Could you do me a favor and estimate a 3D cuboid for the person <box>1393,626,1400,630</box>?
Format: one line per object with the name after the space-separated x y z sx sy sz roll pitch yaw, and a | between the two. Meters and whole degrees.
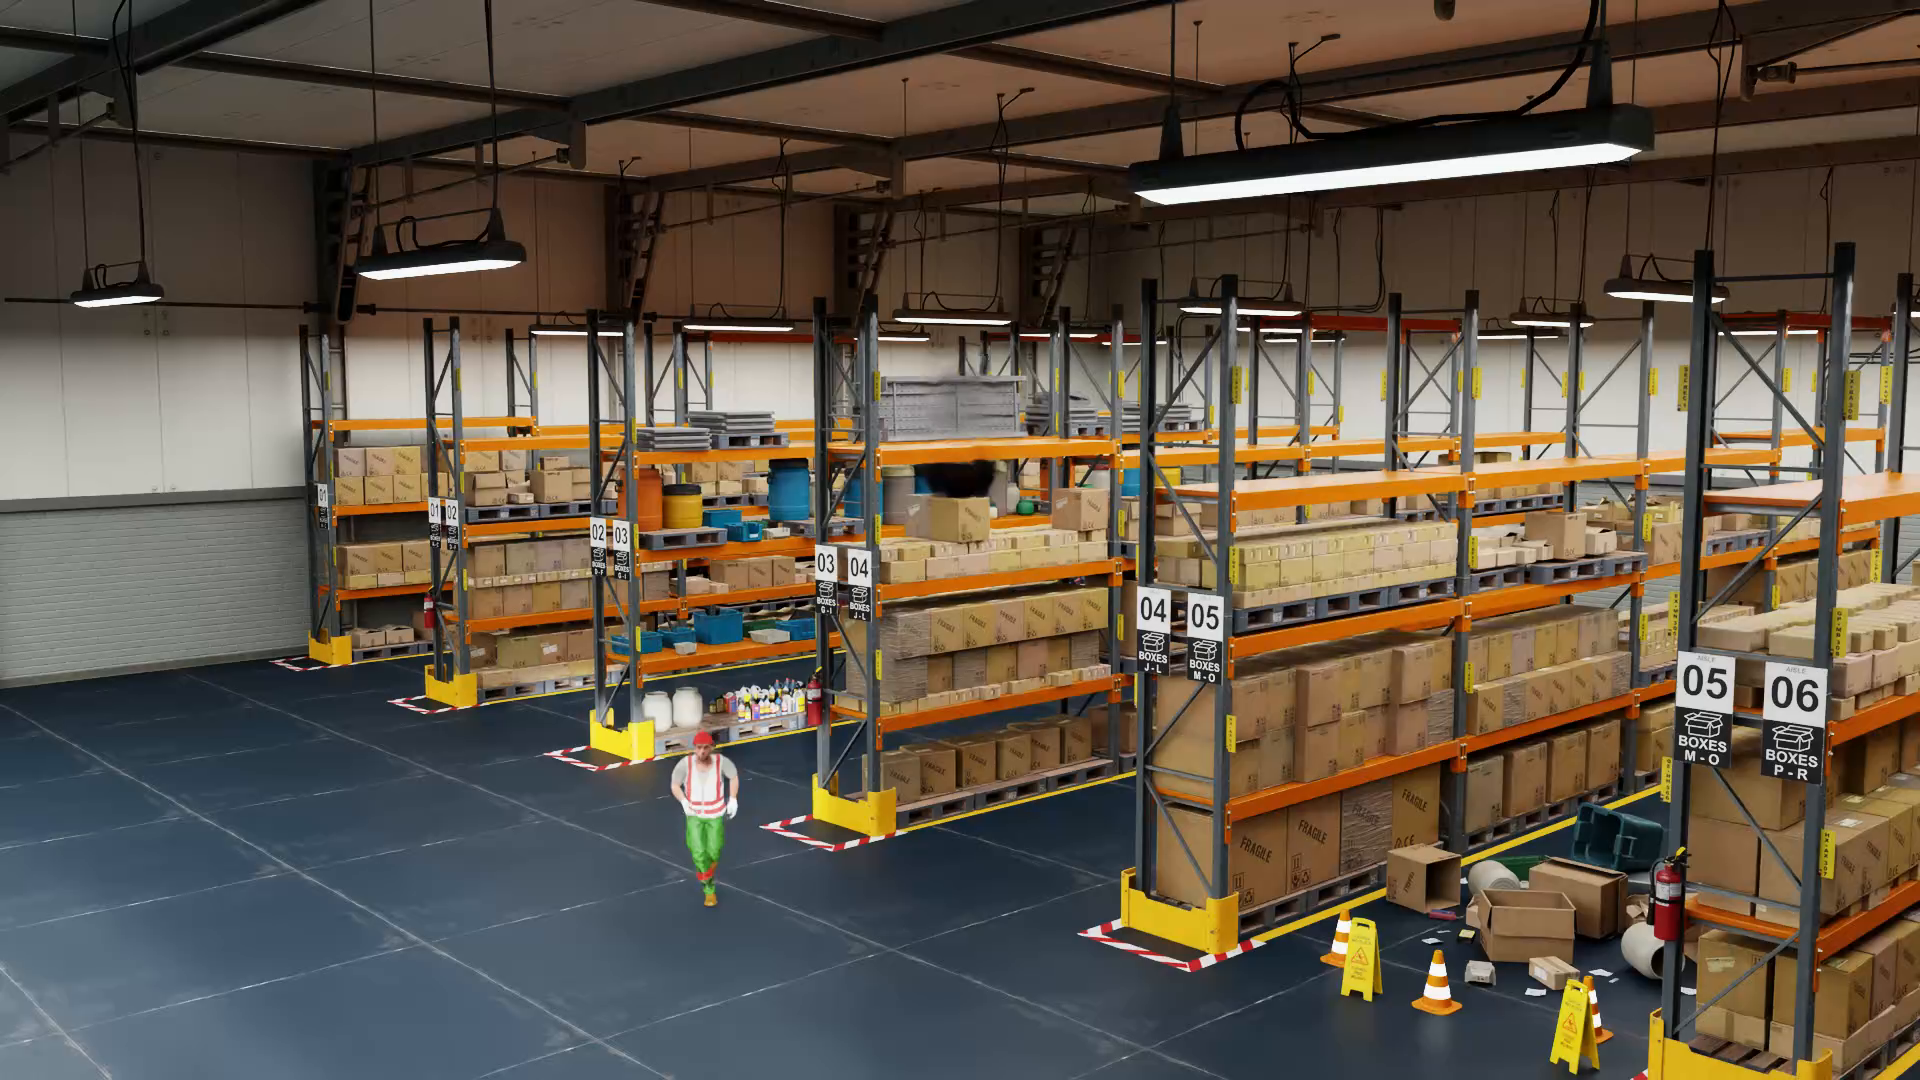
6.060 1.946 23.374 0.778 1.759 0.681 -5 8 -42 | person

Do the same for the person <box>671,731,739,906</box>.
-2.484 2.678 16.198 0.646 1.730 0.712 0 6 -3 | person
